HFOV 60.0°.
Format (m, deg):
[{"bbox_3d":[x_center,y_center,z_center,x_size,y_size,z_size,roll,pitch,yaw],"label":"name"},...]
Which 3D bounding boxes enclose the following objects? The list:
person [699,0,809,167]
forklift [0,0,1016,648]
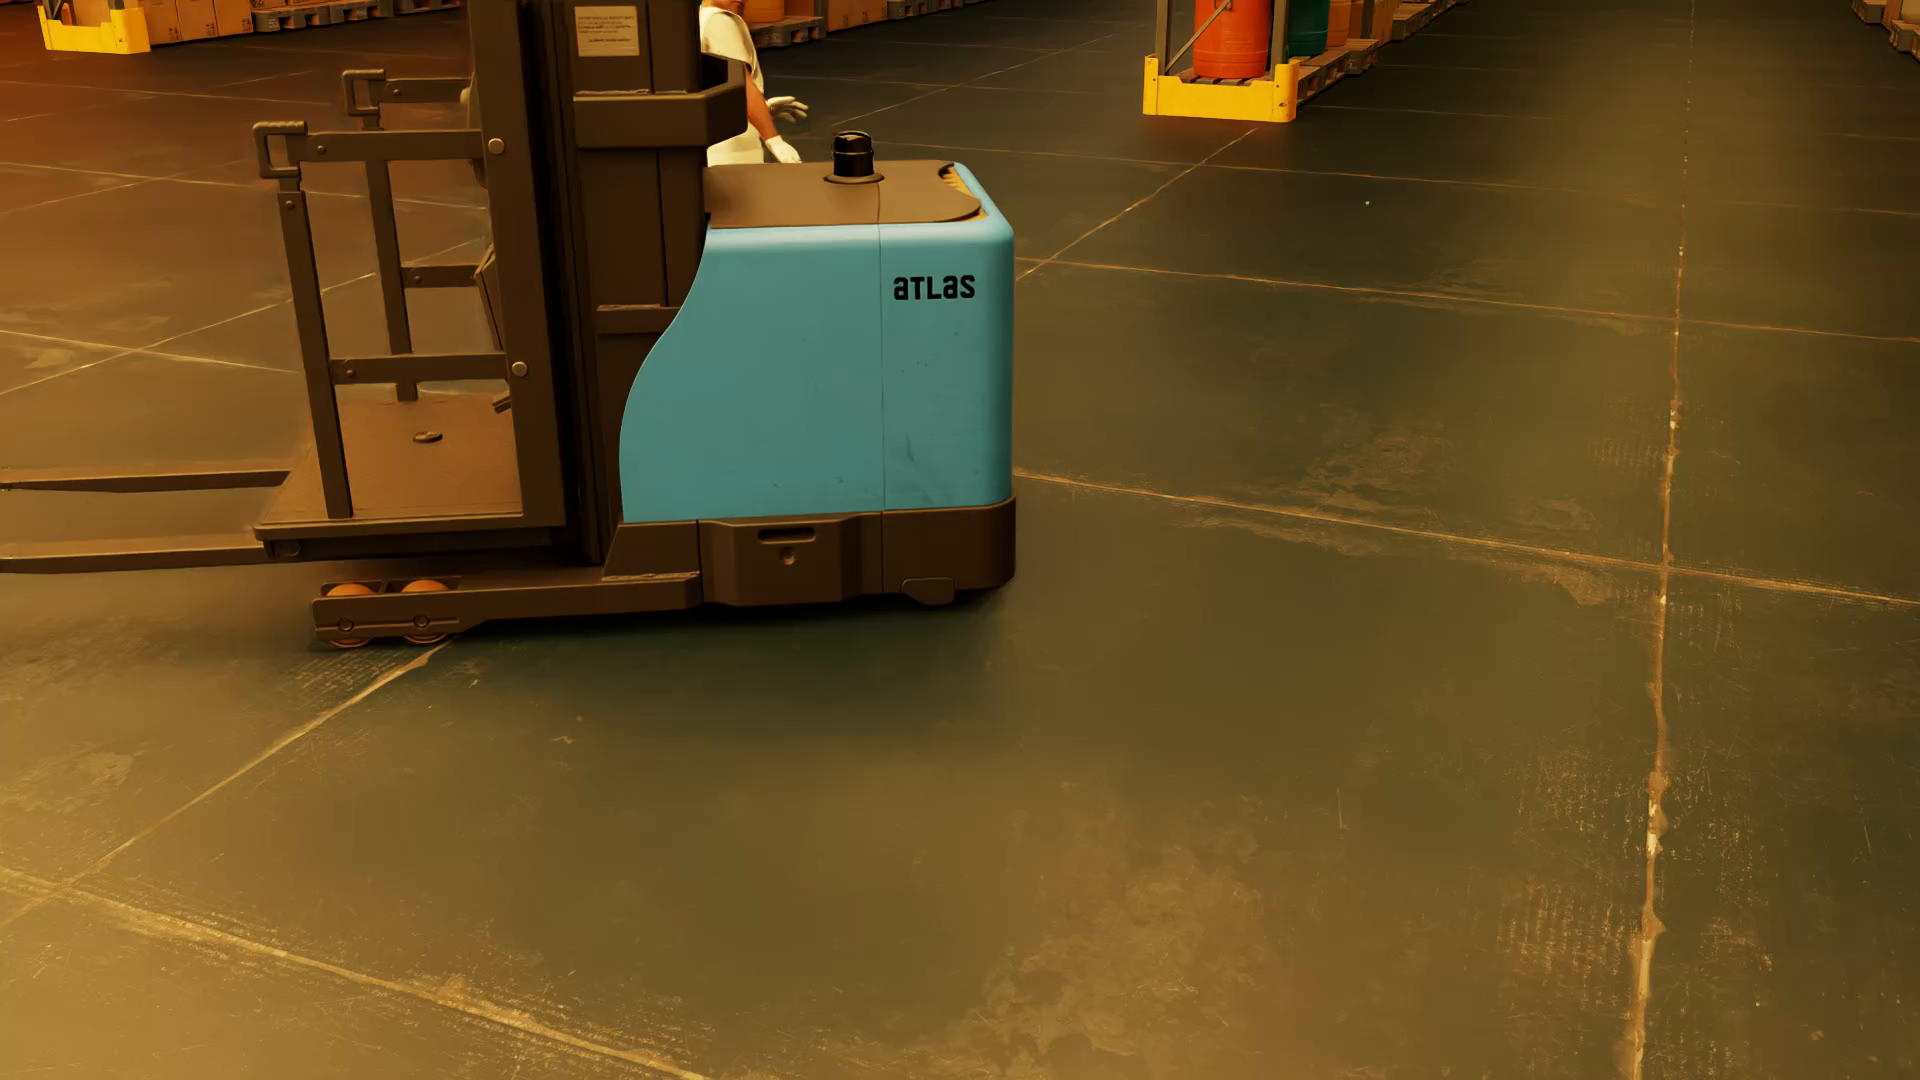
[{"bbox_3d":[-0.790,-1.478,6.531,0.874,1.646,0.854,17,28,35],"label":"person"},{"bbox_3d":[-1.403,-1.283,4.361,3.031,2.935,1.130,-3,23,-7],"label":"forklift"}]
